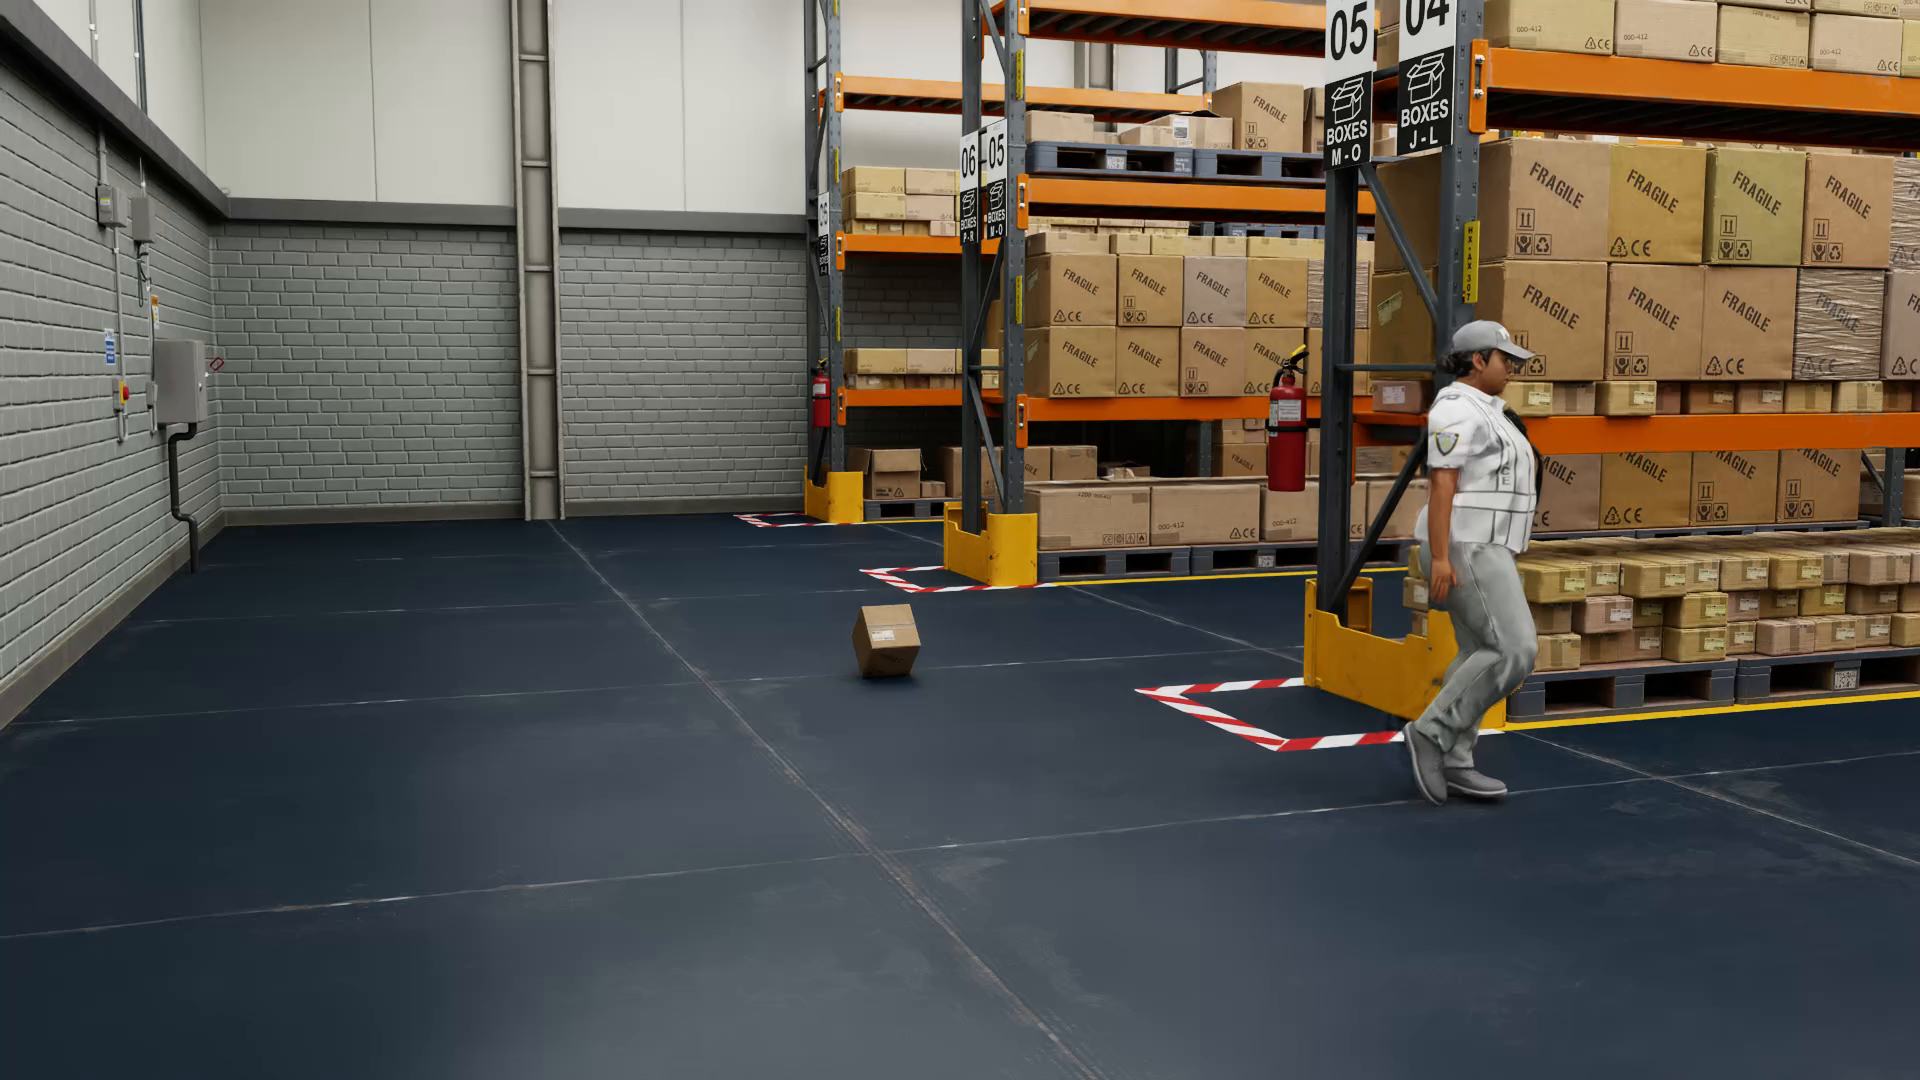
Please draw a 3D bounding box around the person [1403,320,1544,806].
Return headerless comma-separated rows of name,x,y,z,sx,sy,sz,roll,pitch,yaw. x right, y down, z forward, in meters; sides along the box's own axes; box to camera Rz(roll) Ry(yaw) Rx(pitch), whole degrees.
person,1.814,0.070,5.777,0.463,1.662,0.563,4,7,32
